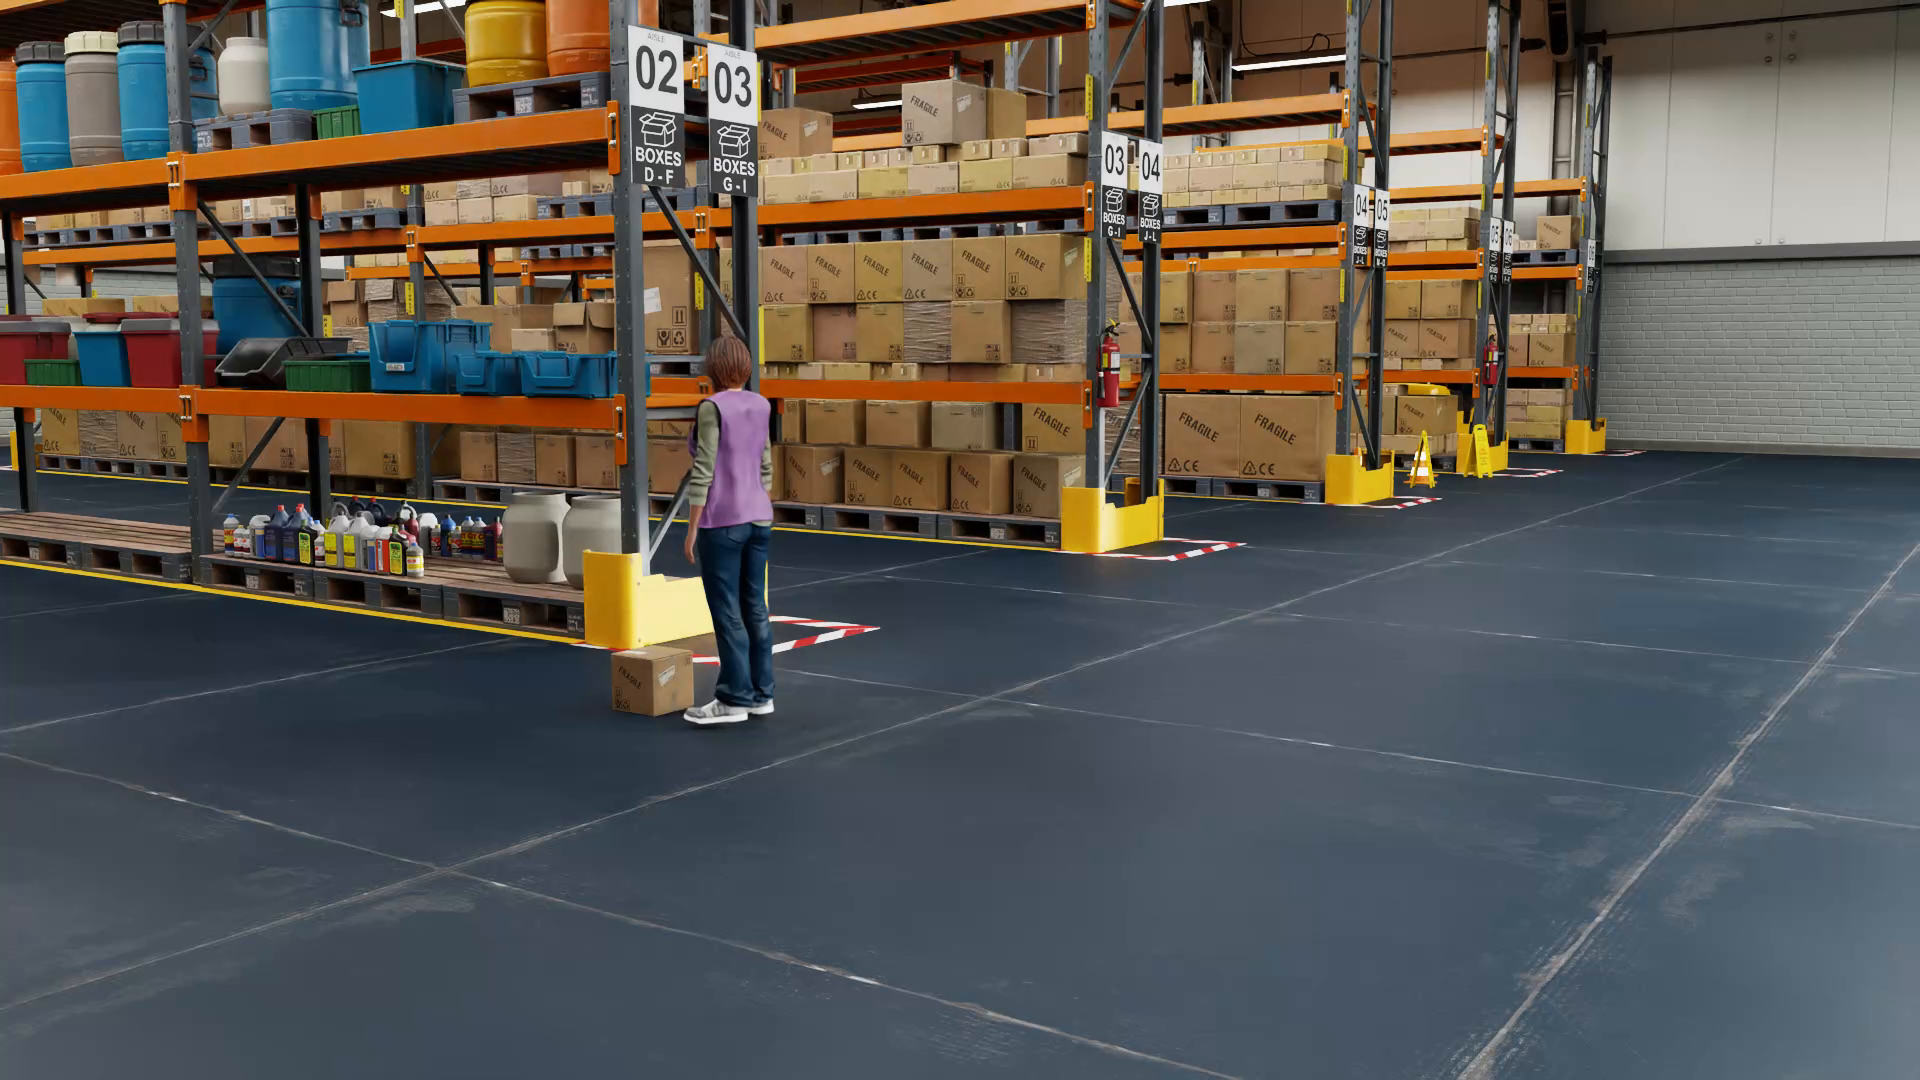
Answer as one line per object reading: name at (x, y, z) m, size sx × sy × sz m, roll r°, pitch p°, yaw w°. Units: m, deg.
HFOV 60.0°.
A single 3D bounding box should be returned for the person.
person at (-0.956, -0.039, 6.904) m, size 0.313 × 1.600 × 0.433 m, roll 5°, pitch 8°, yaw 35°
